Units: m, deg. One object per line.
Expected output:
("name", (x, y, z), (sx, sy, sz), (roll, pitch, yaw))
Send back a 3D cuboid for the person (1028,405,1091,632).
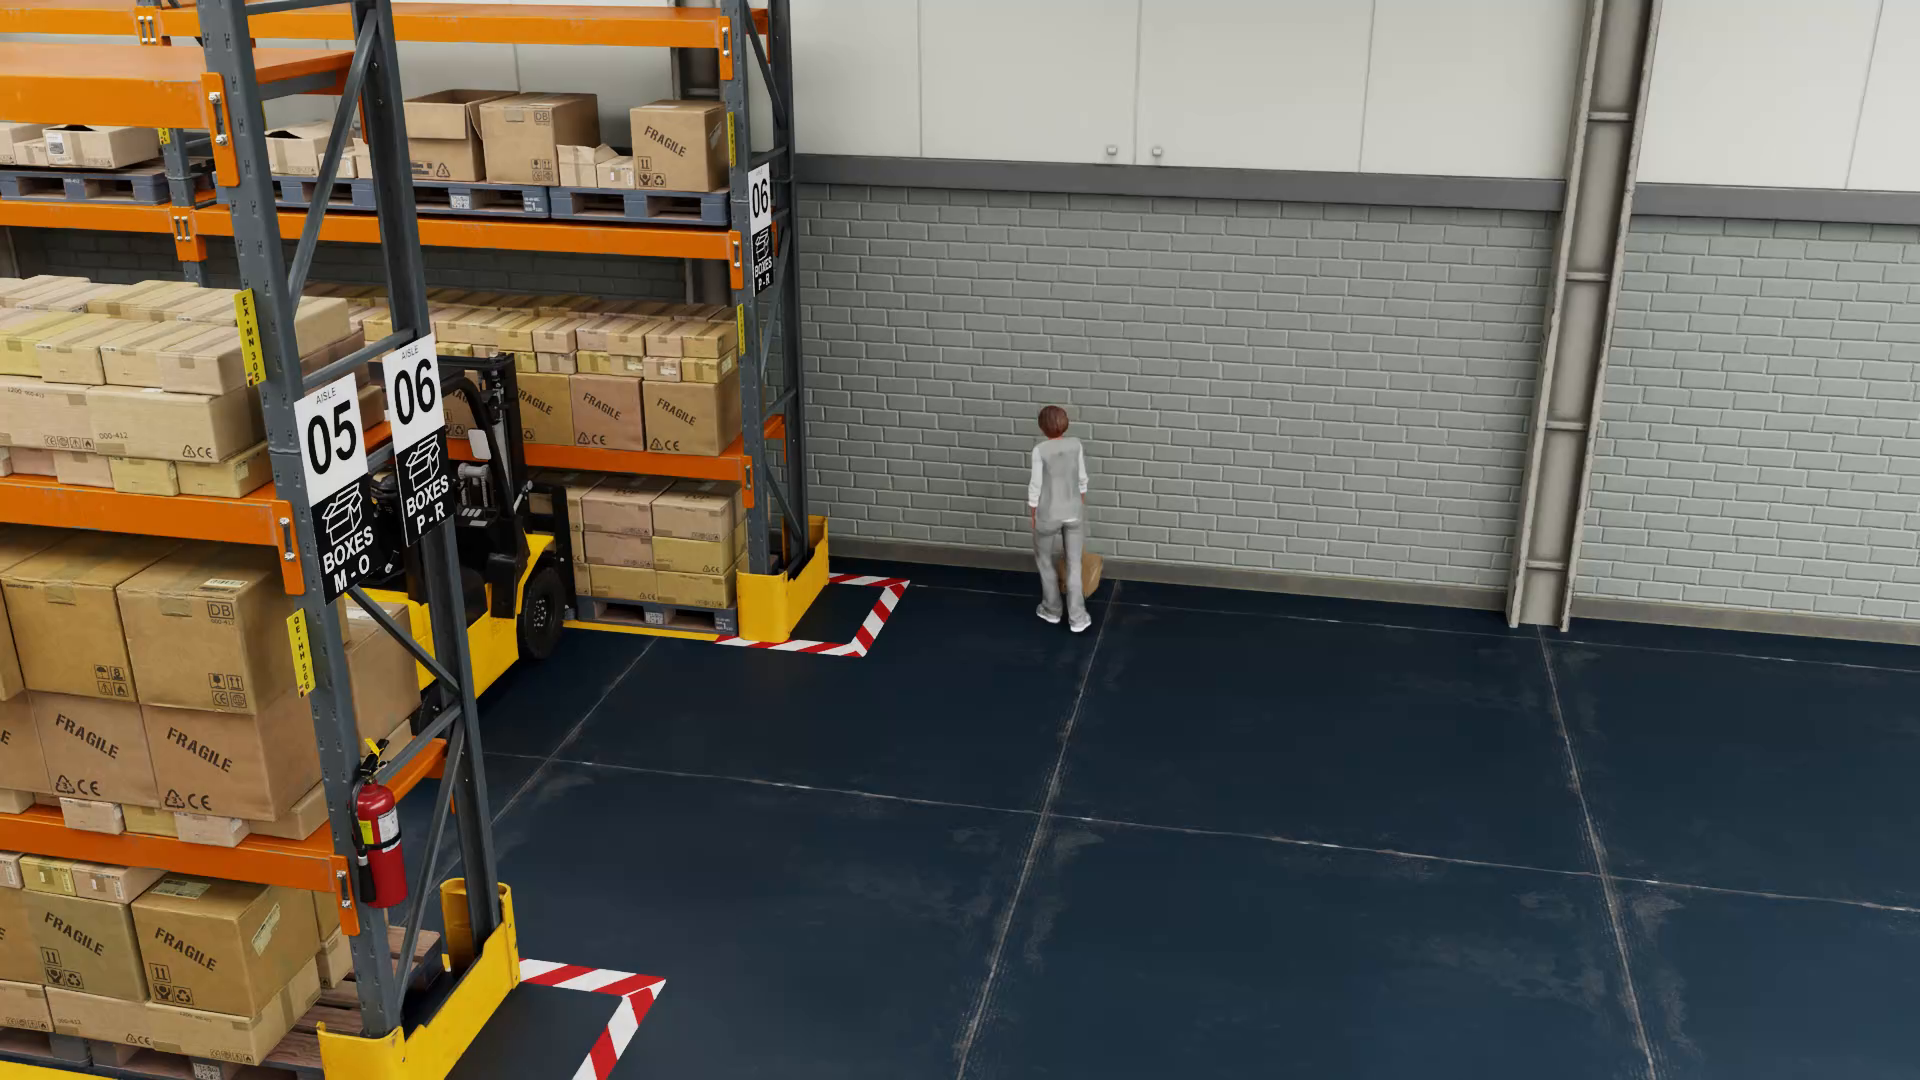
("person", (0.690, -0.143, 11.463), (0.452, 1.587, 0.506), (-6, 23, -15))
